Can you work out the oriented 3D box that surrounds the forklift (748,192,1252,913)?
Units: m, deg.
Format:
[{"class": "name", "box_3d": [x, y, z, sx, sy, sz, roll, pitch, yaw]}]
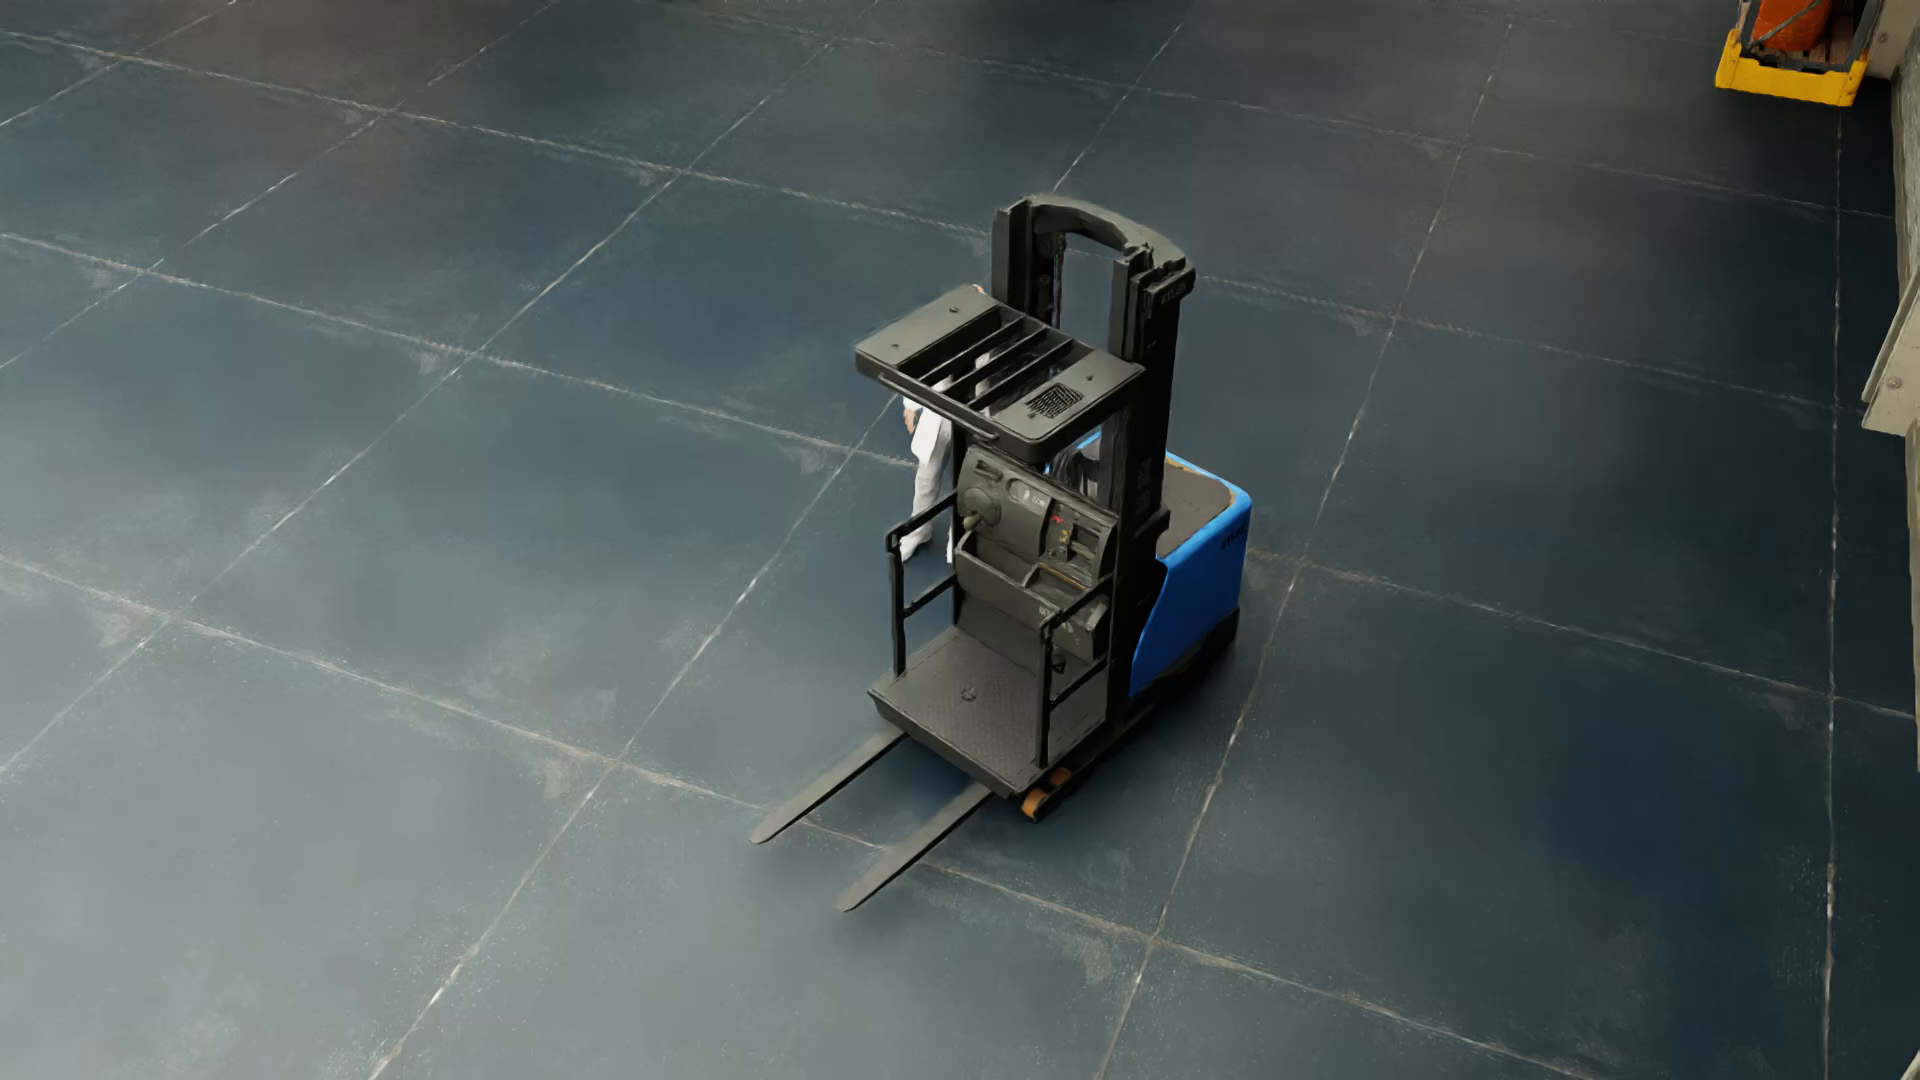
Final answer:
[{"class": "forklift", "box_3d": [0.220, -0.057, 8.074, 1.130, 2.935, 3.031, 30, 49, 31]}]

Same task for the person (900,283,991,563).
[{"class": "person", "box_3d": [-0.039, -0.647, 9.641, 0.694, 1.742, 0.579, 15, 42, 17]}]
